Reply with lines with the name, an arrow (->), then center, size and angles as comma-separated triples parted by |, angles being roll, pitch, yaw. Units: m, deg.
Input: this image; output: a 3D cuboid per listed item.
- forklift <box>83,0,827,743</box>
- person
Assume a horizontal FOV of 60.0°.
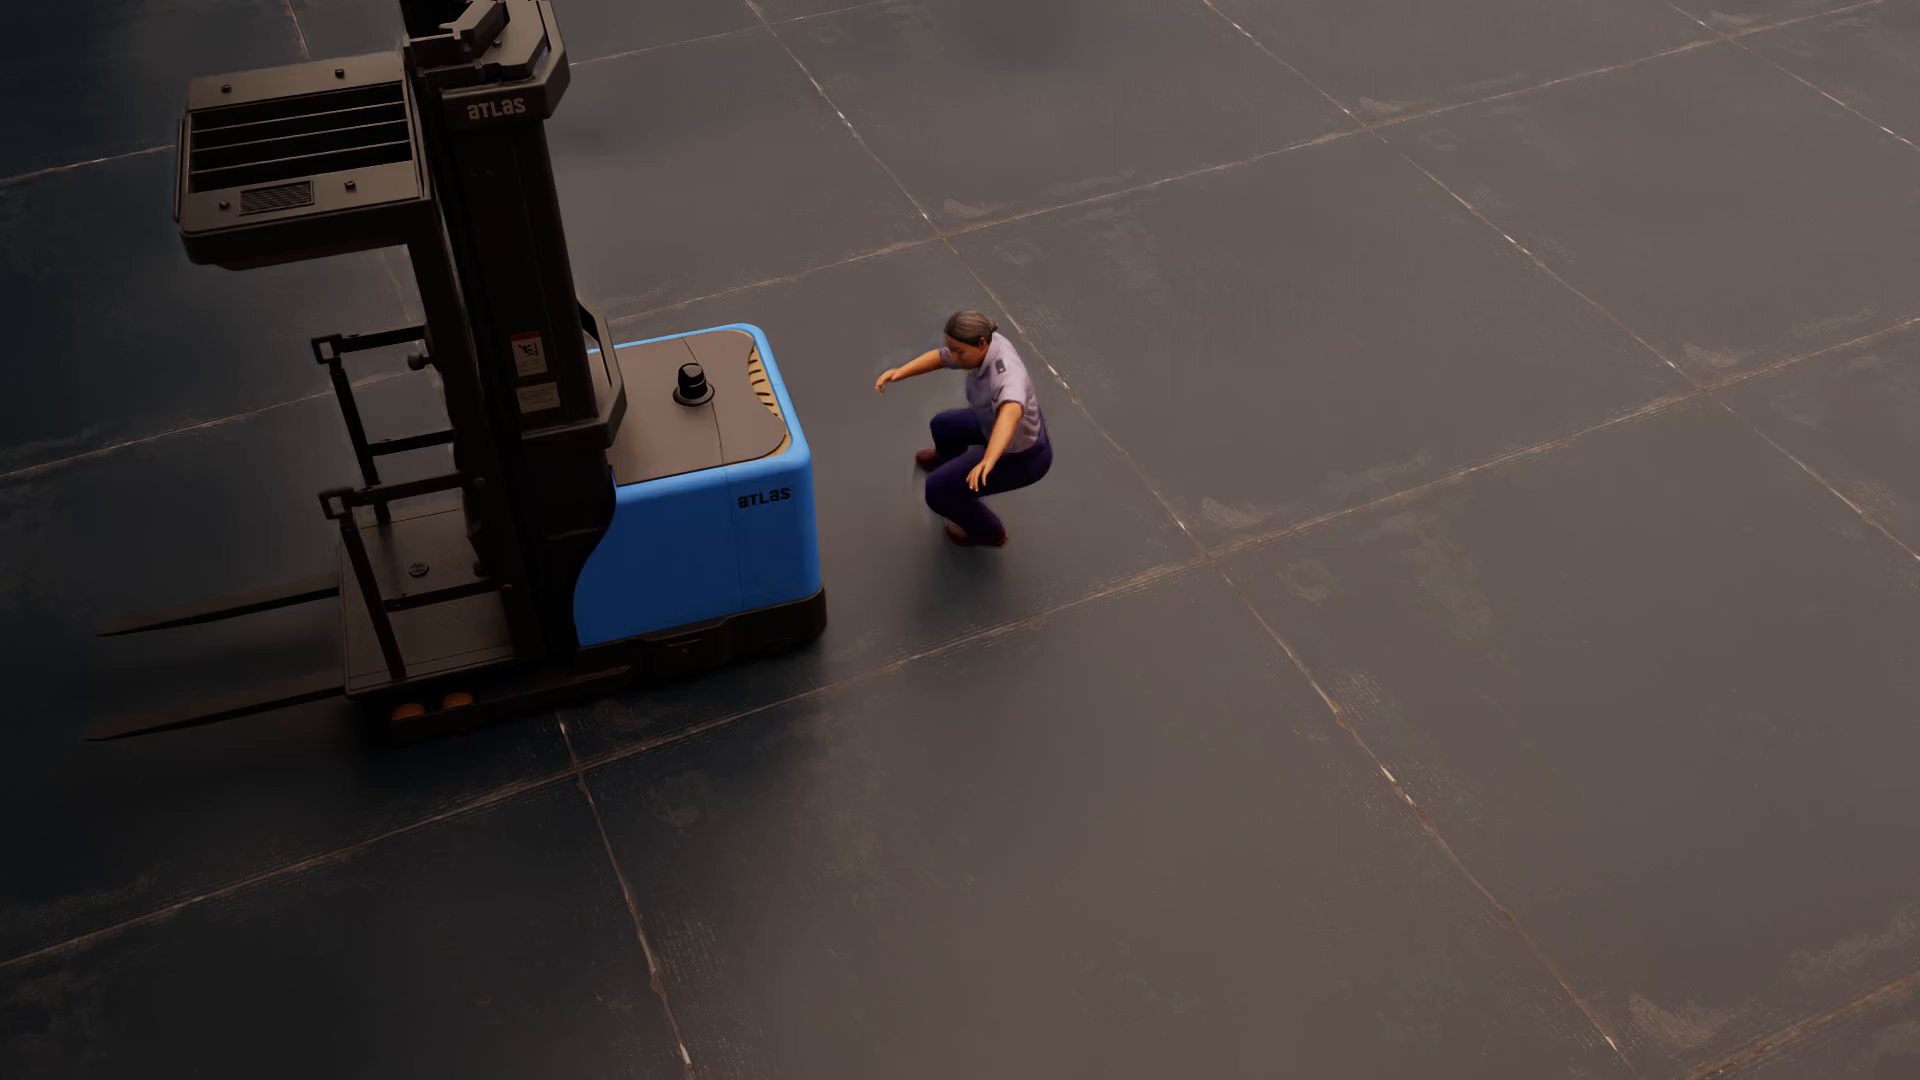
forklift -> -2.162, -0.638, 6.364 | 3.031, 2.935, 1.130 | -12, 44, -13
person -> 0.029, -0.422, 7.286 | 0.760, 1.378, 1.529 | -8, 44, -8
